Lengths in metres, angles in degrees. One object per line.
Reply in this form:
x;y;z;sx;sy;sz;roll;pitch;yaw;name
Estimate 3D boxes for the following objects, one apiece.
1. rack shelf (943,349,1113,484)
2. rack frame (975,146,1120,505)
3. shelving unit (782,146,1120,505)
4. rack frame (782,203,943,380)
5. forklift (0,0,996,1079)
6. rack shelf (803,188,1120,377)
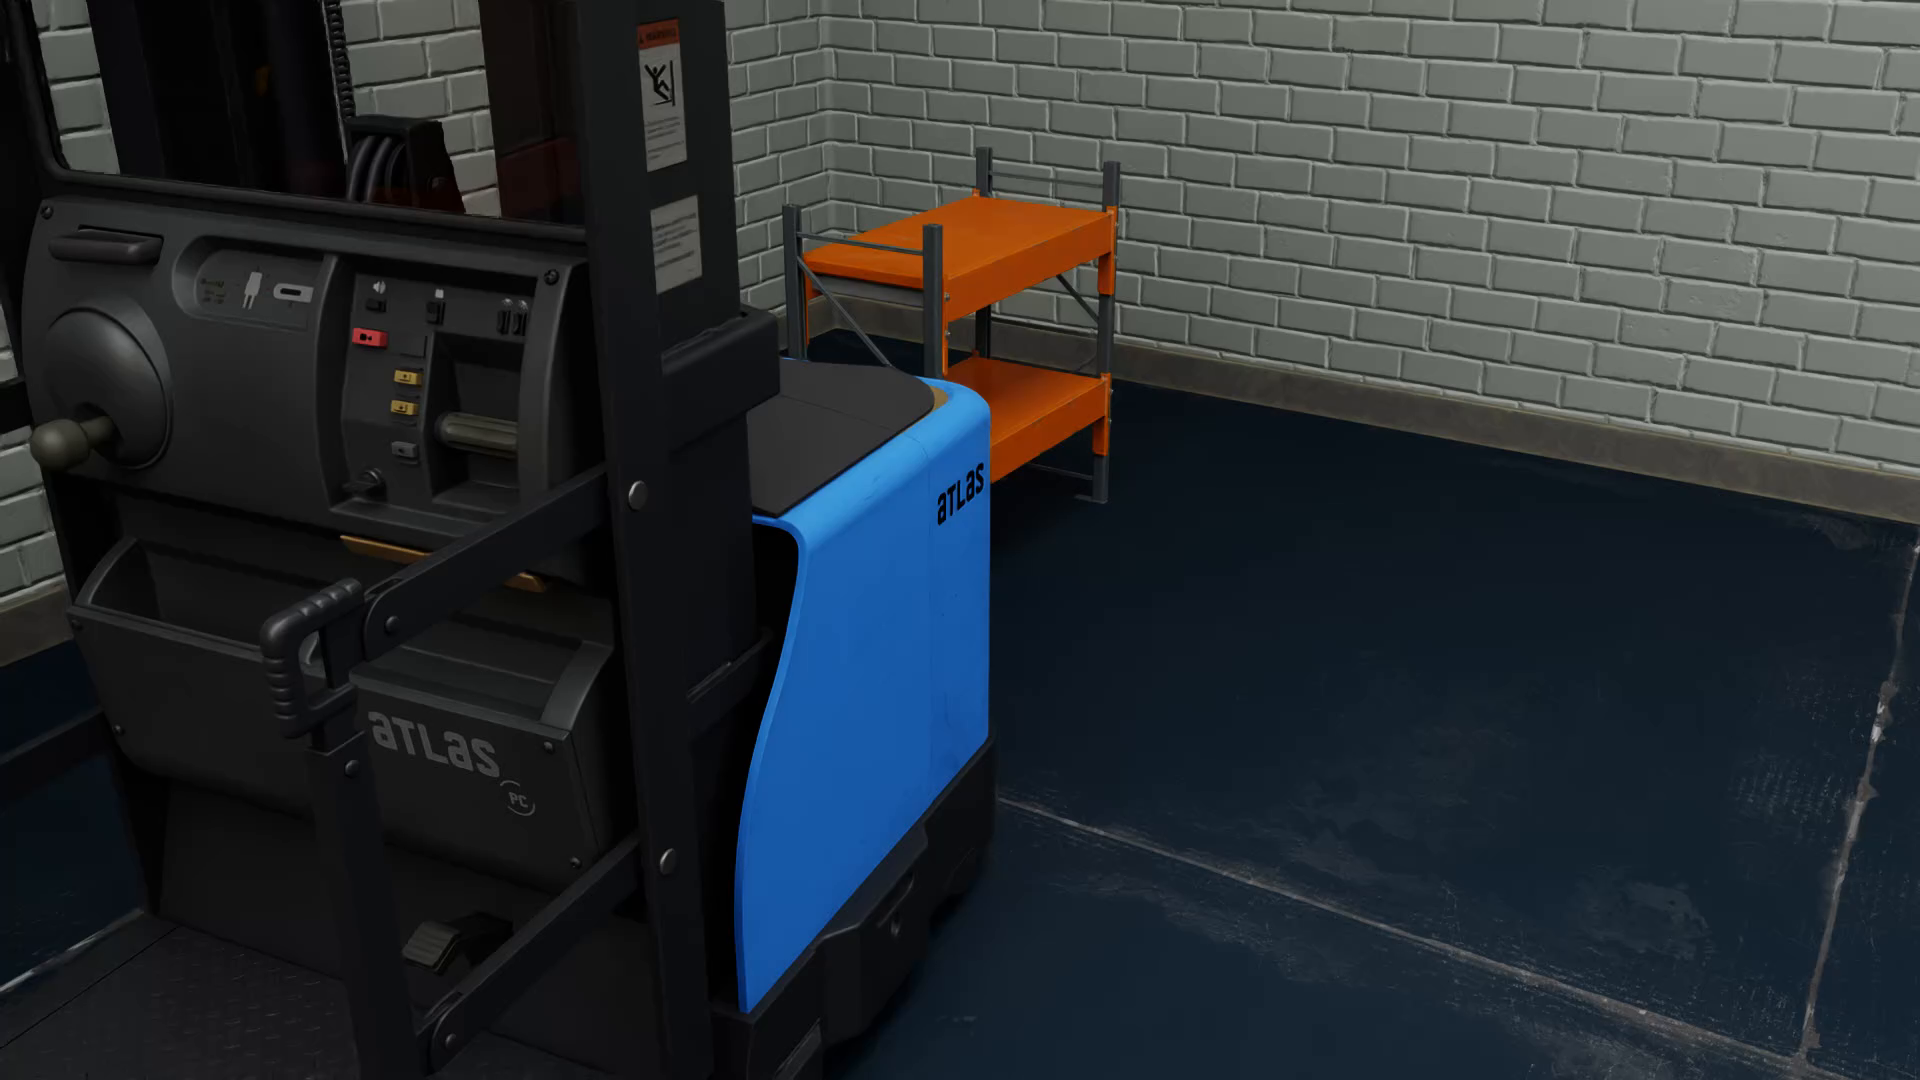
0.004;-0.294;5.129;0.538;0.278;1.000;14;27;29;rack shelf
0.272;-0.690;5.428;0.500;1.125;0.032;14;27;29;rack frame
0.004;-0.518;5.032;0.538;1.125;1.048;14;27;29;shelving unit
-0.265;-0.347;4.635;0.500;1.125;0.032;14;27;29;rack frame
-0.997;-0.212;2.049;1.130;2.935;3.031;10;25;22;forklift
0.004;-0.787;4.916;0.538;0.278;1.000;14;27;29;rack shelf
